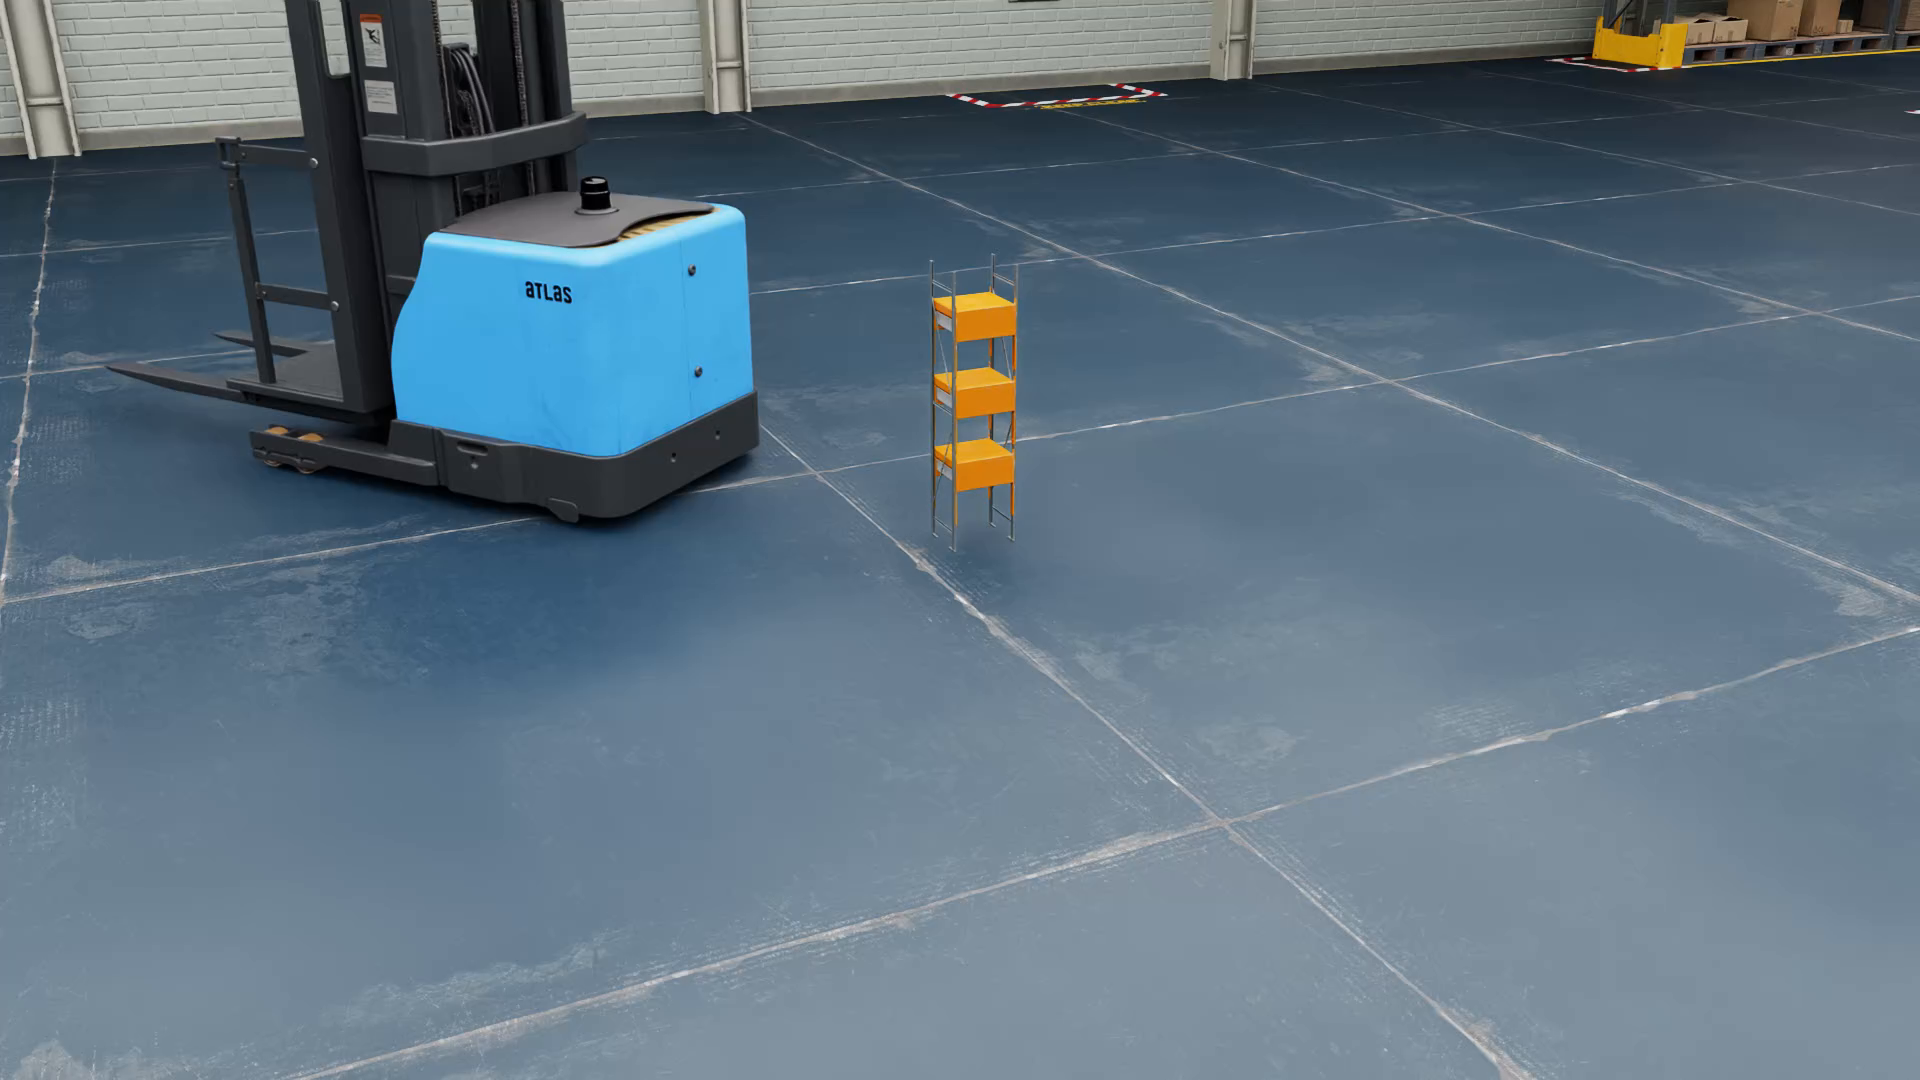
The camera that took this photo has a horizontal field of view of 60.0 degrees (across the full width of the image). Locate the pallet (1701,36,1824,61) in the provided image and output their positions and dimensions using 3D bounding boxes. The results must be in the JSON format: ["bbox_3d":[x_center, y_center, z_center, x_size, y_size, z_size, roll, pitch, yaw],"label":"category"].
[{"bbox_3d":[10.155,-6.297,21.187,1.213,0.211,1.003,-10,25,-24],"label":"pallet"}]

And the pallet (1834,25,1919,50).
[{"bbox_3d":[12.546,-6.754,22.292,1.213,0.211,1.003,-10,25,-24],"label":"pallet"}]

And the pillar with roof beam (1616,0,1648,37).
[{"bbox_3d":[10.364,-8.952,16.111,0.400,9.000,9.100,-10,25,-24],"label":"pillar with roof beam"}]

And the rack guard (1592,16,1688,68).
[{"bbox_3d":[8.310,-6.107,20.351,0.348,0.500,1.175,-10,25,-24],"label":"rack guard"}]

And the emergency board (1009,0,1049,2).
[{"bbox_3d":[0.831,-6.277,17.492,0.626,1.169,0.157,-10,25,-24],"label":"emergency board"}]

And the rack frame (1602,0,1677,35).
[{"bbox_3d":[8.241,-7.250,19.842,0.127,3.000,1.000,-10,25,-24],"label":"rack frame"}]

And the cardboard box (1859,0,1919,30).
[{"bbox_3d":[12.501,-7.089,22.148,0.500,0.500,0.700,-10,24,-22],"label":"cardboard box"}]

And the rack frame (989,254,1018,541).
[{"bbox_3d":[0.158,-0.514,6.120,0.008,1.050,0.200,-10,25,-24],"label":"rack frame"}]

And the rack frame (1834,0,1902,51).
[{"bbox_3d":[11.845,-7.913,21.445,0.127,3.000,1.000,-10,25,-24],"label":"rack frame"}]

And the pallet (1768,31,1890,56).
[{"bbox_3d":[11.256,-6.501,21.680,1.213,0.211,1.003,-10,25,-24],"label":"pallet"}]

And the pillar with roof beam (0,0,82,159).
[{"bbox_3d":[-5.855,-5.966,8.898,0.400,9.000,9.100,-10,25,-24],"label":"pillar with roof beam"}]

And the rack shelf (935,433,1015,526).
[{"bbox_3d":[0.048,-0.227,6.181,0.240,0.259,0.215,-10,25,-24],"label":"rack shelf"}]

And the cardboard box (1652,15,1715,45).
[{"bbox_3d":[8.904,-6.294,20.475,0.500,0.311,0.500,-14,26,-30],"label":"cardboard box"}]

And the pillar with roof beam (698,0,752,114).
[{"bbox_3d":[-0.449,-6.962,11.303,0.400,9.000,9.100,-10,25,-24],"label":"pillar with roof beam"}]

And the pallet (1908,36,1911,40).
[{"bbox_3d":[13.647,-6.958,22.784,1.213,0.211,1.003,-10,25,-24],"label":"pallet"}]

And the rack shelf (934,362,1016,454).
[{"bbox_3d":[0.048,-0.484,6.075,0.240,0.259,0.215,-10,25,-24],"label":"rack shelf"}]

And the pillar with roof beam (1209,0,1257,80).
[{"bbox_3d":[4.958,-7.957,13.707,0.400,9.000,9.100,-10,25,-24],"label":"pillar with roof beam"}]

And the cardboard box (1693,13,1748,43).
[{"bbox_3d":[9.417,-6.389,20.703,0.500,0.311,0.500,-8,24,-19],"label":"cardboard box"}]

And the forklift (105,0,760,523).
[{"bbox_3d":[-2.401,-1.795,6.755,3.031,2.935,1.130,11,25,25],"label":"forklift"}]

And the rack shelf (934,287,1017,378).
[{"bbox_3d":[0.048,-0.746,5.966,0.240,0.259,0.215,-10,25,-24],"label":"rack shelf"}]

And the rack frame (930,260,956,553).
[{"bbox_3d":[-0.062,-0.474,6.022,0.008,1.050,0.200,-10,25,-24],"label":"rack frame"}]

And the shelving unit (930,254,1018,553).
[{"bbox_3d":[0.048,-0.494,6.071,0.252,1.050,0.215,-10,25,-24],"label":"shelving unit"}]

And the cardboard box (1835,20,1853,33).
[{"bbox_3d":[11.376,-6.708,21.663,0.250,0.166,0.380,-14,26,-30],"label":"cardboard box"}]

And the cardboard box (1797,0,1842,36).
[{"bbox_3d":[10.928,-6.776,21.390,0.500,0.500,0.500,-12,26,-28],"label":"cardboard box"}]

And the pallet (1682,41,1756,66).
[{"bbox_3d":[9.057,-6.096,20.702,1.213,0.211,1.003,-10,25,-24],"label":"pallet"}]

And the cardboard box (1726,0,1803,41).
[{"bbox_3d":[10.100,-6.581,20.919,0.500,0.500,0.700,-12,25,-27],"label":"cardboard box"}]
